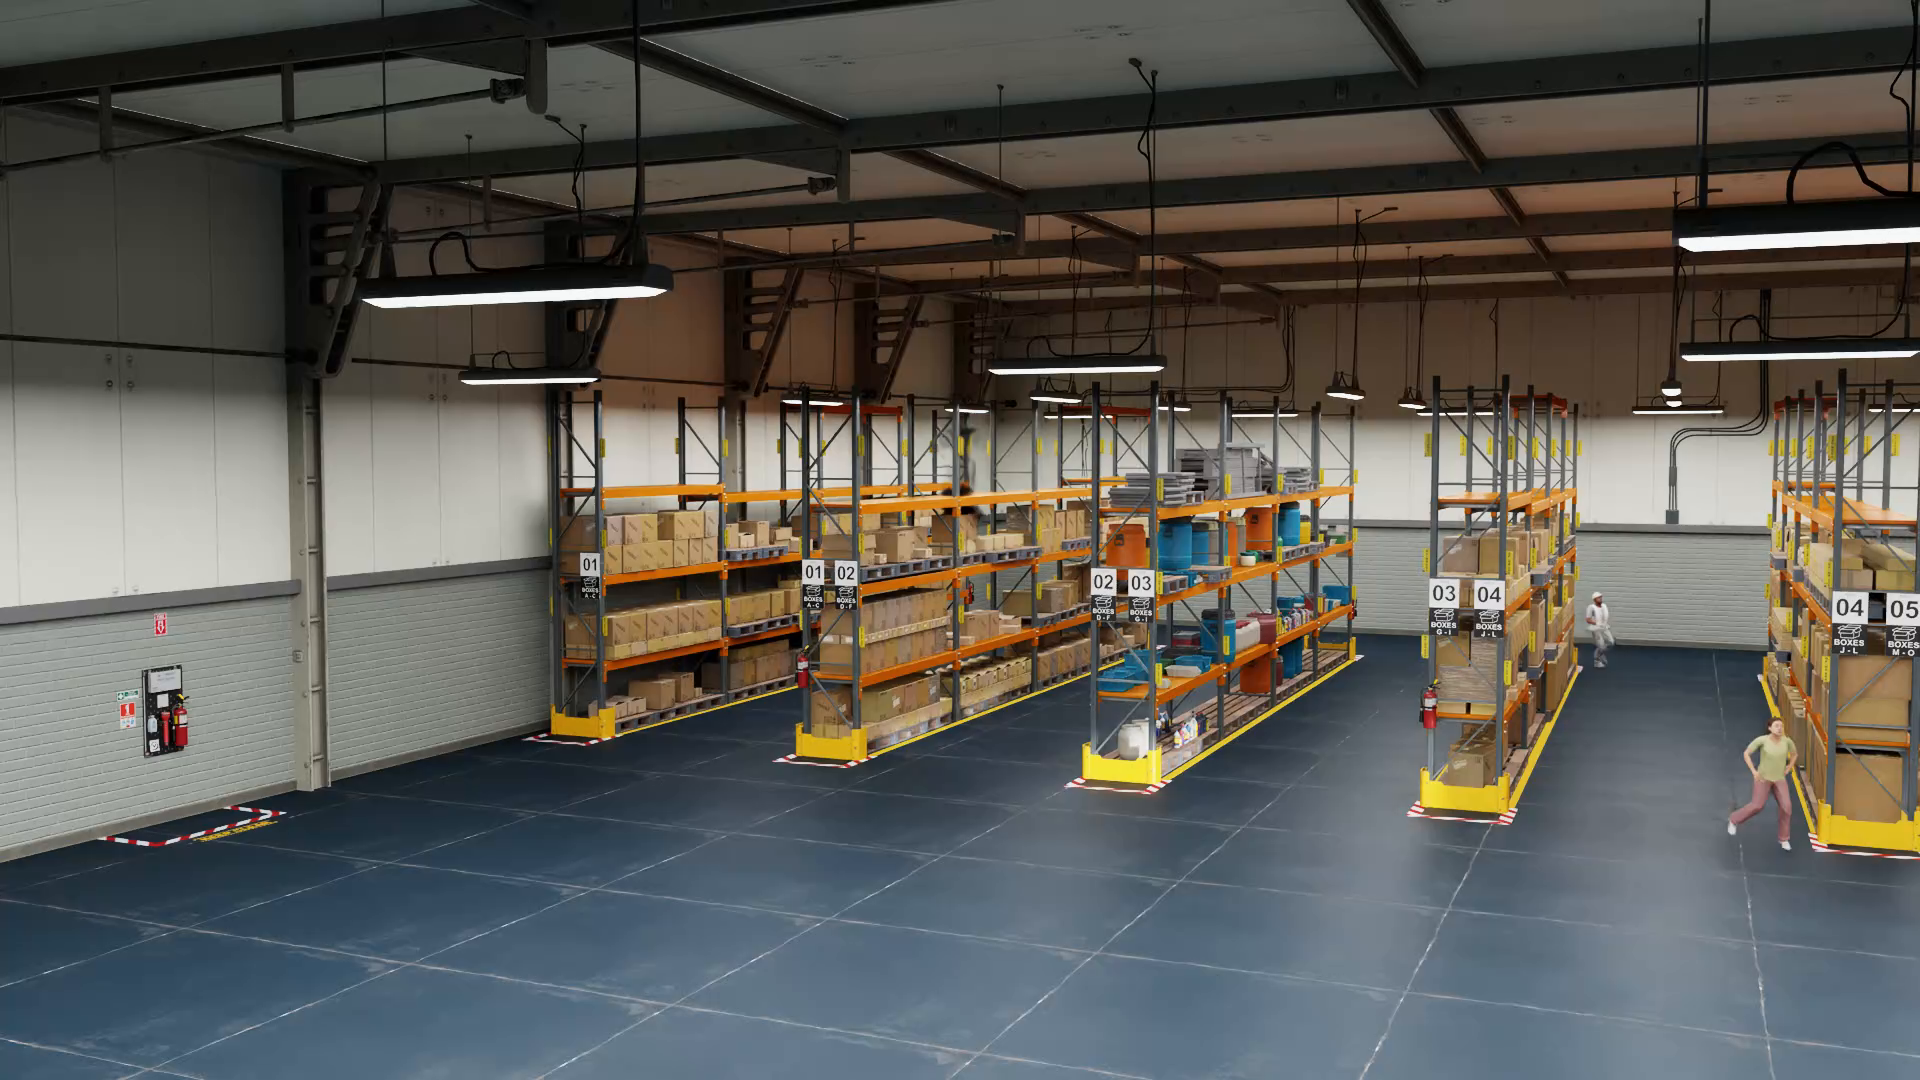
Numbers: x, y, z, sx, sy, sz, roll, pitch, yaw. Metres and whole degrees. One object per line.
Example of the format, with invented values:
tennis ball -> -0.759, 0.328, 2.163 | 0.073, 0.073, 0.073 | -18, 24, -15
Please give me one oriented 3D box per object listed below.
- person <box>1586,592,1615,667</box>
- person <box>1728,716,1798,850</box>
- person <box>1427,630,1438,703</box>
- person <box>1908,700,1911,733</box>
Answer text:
person -> 14.573, 2.049, 37.828 | 0.677, 1.721, 0.560 | -1, 3, -18
person -> 10.202, 3.048, 21.026 | 0.792, 1.667, 0.676 | 0, 3, -1
person -> 9.510, 2.275, 32.863 | 0.651, 1.805, 0.983 | 1, 3, 25
person -> 16.574, 2.559, 29.071 | 0.569, 1.696, 0.851 | 1, 3, 20
